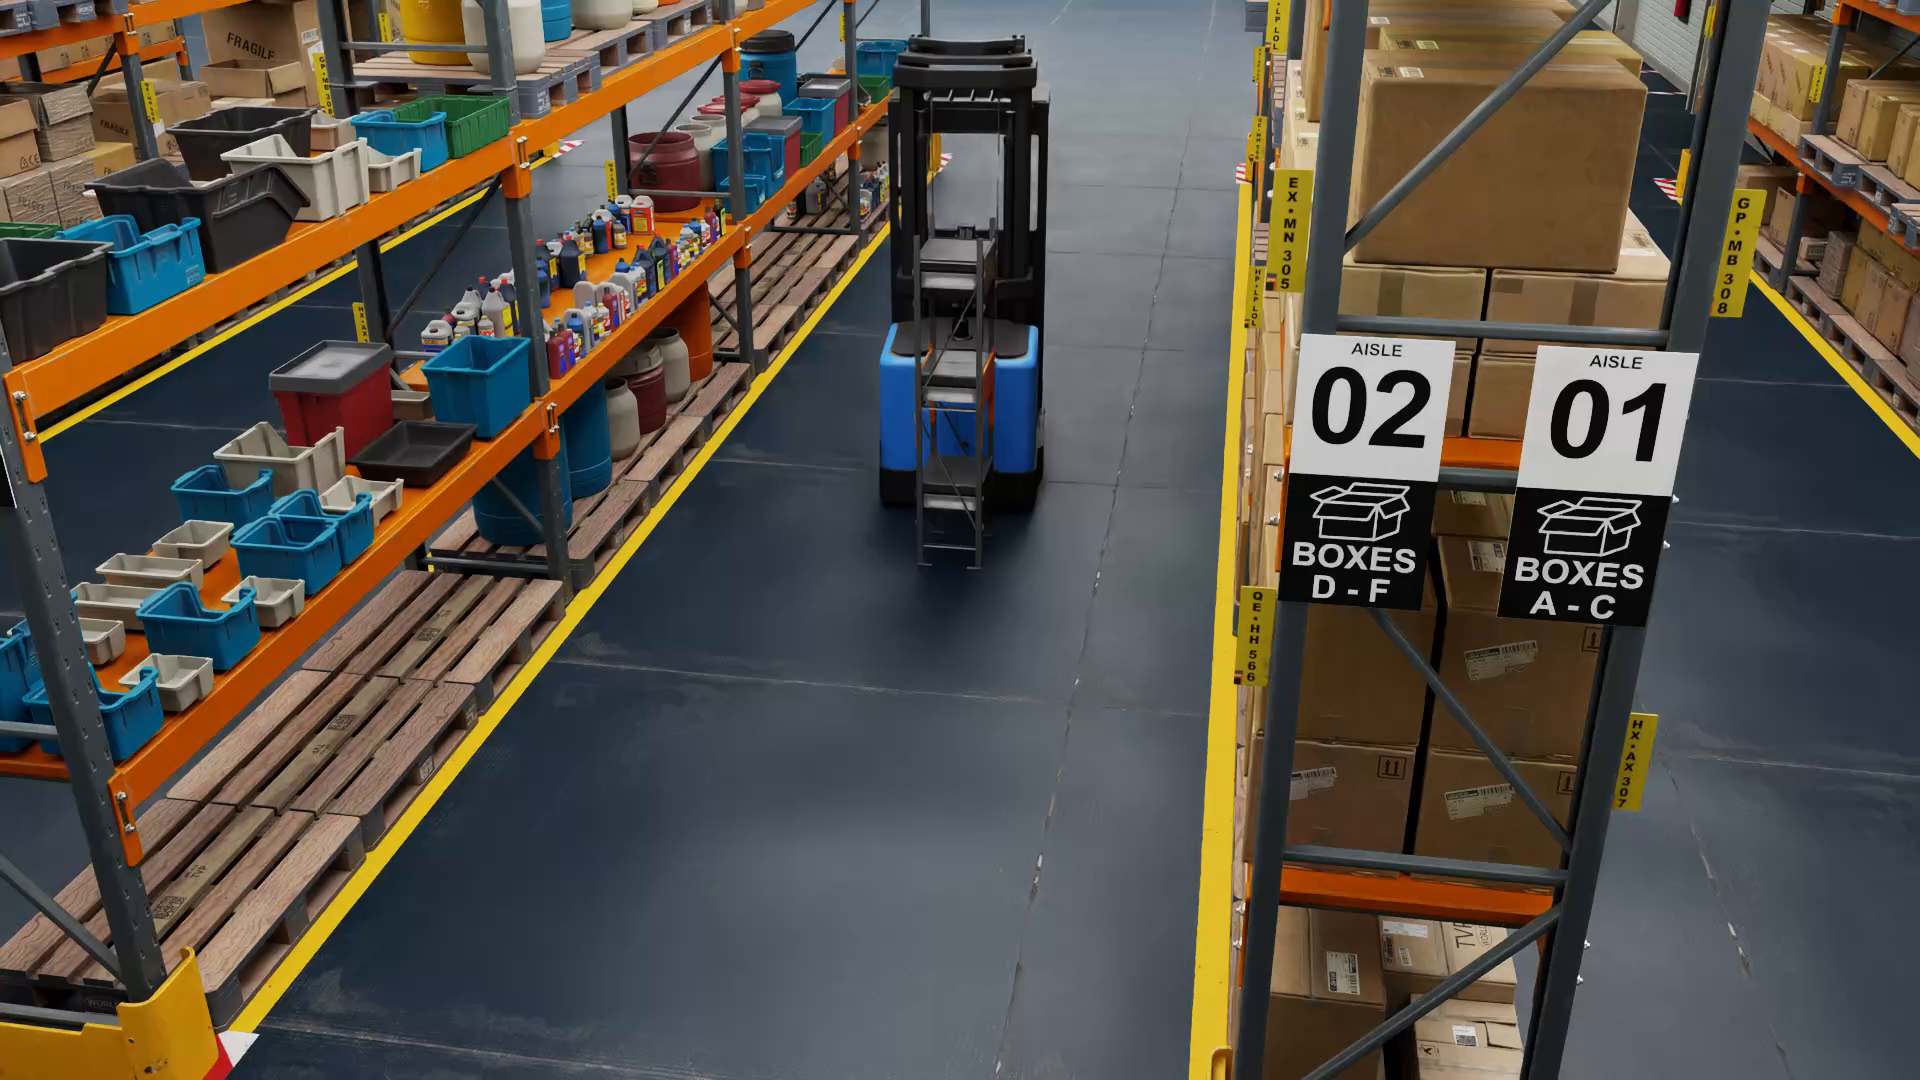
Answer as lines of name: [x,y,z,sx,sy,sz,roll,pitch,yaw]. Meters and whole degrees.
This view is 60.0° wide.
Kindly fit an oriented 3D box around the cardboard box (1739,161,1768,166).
cardboard box: [8.707,-4.050,18.517,0.500,0.311,0.500,1,25,3]

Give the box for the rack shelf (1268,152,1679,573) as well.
rack shelf: [1.733,-0.871,6.382,1.077,0.370,4.000,4,25,9]

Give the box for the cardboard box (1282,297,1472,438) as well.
cardboard box: [1.230,-0.525,4.973,0.500,0.250,0.500,4,25,9]

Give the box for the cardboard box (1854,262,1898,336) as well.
cardboard box: [7.993,-2.007,13.928,0.700,0.500,0.500,4,25,9]

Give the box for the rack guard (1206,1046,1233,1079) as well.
rack guard: [1.419,2.099,5.677,1.175,0.500,0.348,4,25,9]

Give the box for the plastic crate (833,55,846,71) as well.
plastic crate: [-1.329,-5.567,19.415,0.298,0.136,0.250,4,25,9]

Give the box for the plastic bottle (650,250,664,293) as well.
plastic bottle: [-2.057,-1.829,11.258,0.061,0.283,0.133,4,25,9]

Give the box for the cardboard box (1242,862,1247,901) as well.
cardboard box: [1.437,1.405,6.935,0.500,0.250,0.500,4,25,9]

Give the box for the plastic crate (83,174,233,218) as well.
plastic crate: [-3.387,-1.467,7.118,0.437,0.136,0.530,4,25,9]

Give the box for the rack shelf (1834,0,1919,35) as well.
rack shelf: [7.928,-3.875,12.801,1.077,0.370,4.000,4,25,9]

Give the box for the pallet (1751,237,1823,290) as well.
pallet: [8.330,-2.699,16.267,1.003,0.211,1.213,4,25,9]

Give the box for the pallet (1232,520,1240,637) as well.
pallet: [2.156,0.246,9.976,1.003,0.211,1.213,4,25,9]

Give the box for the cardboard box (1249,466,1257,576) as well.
cardboard box: [1.543,-0.102,7.312,0.500,0.500,0.500,4,25,8]

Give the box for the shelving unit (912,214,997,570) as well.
shelving unit: [-0.027,-0.882,10.157,0.431,2.100,0.503,4,25,9]

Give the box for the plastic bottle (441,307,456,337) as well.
plastic bottle: [-3.088,-1.254,10.027,0.061,0.283,0.133,4,25,9]

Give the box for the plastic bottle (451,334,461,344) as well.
plastic bottle: [-2.955,-1.116,9.830,0.097,0.201,0.097,0,25,0]

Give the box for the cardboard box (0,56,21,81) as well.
cardboard box: [-11.166,-5.549,18.889,0.875,0.550,0.550,4,25,9]

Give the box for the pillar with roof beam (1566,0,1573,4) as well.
pillar with roof beam: [8.342,-15.543,33.340,9.100,9.000,0.400,4,25,9]

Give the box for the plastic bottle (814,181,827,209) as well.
plastic bottle: [-1.516,-3.701,17.812,0.152,0.276,0.135,4,25,9]

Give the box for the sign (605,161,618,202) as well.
sign: [-2.716,-2.801,13.004,0.100,0.325,0.005,4,25,9]

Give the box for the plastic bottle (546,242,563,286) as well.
plastic bottle: [-2.789,-1.897,11.412,0.152,0.276,0.135,4,25,9]

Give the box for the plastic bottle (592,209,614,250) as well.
plastic bottle: [-2.638,-2.284,12.237,0.152,0.276,0.135,4,25,9]

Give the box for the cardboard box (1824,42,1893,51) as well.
cardboard box: [8.713,-4.566,16.235,0.500,0.500,0.500,5,25,10]

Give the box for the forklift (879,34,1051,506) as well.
forklift: [0.072,-2.139,11.862,1.130,2.935,3.031,2,25,3]

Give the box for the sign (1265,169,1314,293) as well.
sign: [0.862,-0.808,4.355,0.100,0.325,0.005,4,25,9]

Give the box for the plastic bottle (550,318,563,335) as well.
plastic bottle: [-2.441,-1.250,10.117,0.097,0.201,0.097,0,25,0]

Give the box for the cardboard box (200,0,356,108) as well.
cardboard box: [-6.673,-4.848,16.365,1.000,1.000,1.000,4,25,9]

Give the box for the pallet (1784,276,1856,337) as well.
pallet: [8.129,-2.090,14.966,1.003,0.211,1.213,4,25,9]

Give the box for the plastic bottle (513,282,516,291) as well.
plastic bottle: [-2.813,-1.511,10.592,0.097,0.271,0.097,0,25,0]

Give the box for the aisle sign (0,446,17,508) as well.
aisle sign: [-3.199,-0.473,5.156,0.394,0.787,0.004,4,25,9]

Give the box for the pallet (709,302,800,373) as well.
pallet: [-2.008,-1.751,14.241,1.003,0.211,1.213,4,25,9]

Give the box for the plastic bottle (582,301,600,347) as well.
plastic bottle: [-2.269,-1.328,10.200,0.097,0.271,0.097,0,25,0]

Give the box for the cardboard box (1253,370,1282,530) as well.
cardboard box: [1.453,-0.348,6.658,0.500,0.500,0.500,5,26,10]

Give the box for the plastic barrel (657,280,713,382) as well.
plastic barrel: [-2.236,-1.694,12.895,0.600,0.830,0.708,4,25,9]

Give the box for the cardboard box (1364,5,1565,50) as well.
cardboard box: [1.615,-1.494,5.568,0.700,0.500,0.500,4,25,9]

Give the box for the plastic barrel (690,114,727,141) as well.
plastic barrel: [-2.146,-3.364,14.267,0.421,0.512,0.421,0,25,0]

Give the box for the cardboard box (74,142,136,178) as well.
cardboard box: [-6.895,-2.857,13.198,0.500,0.500,0.500,5,26,10]

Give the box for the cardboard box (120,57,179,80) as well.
cardboard box: [-10.674,-5.707,21.415,0.875,0.875,0.875,4,25,9]

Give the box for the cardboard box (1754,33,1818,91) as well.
cardboard box: [8.280,-4.815,16.768,0.500,0.500,0.500,5,26,10]

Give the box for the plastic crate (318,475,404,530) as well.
plastic crate: [-2.814,-0.178,7.832,0.293,0.136,0.466,4,25,9]

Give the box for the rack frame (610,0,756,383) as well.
rack frame: [-2.173,-2.692,12.963,1.000,3.000,0.127,4,25,9]

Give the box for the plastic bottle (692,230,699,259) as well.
plastic bottle: [-1.940,-2.138,12.013,0.097,0.201,0.097,0,25,0]

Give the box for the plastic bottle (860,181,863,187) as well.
plastic bottle: [-1.073,-3.707,17.830,0.097,0.271,0.097,0,25,0]

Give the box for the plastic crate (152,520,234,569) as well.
plastic crate: [-3.412,0.029,7.390,0.298,0.136,0.250,4,25,9]

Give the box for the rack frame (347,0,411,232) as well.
rack frame: [-6.405,-4.708,17.271,1.000,3.000,0.127,4,25,9]

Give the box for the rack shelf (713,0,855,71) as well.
rack shelf: [-1.846,-4.561,14.267,1.077,0.370,4.000,4,25,9]

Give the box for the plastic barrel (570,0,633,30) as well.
plastic barrel: [-2.314,-3.551,10.603,0.433,0.535,0.433,0,25,0]

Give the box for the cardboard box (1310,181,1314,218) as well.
cardboard box: [1.320,-0.960,5.312,0.500,0.250,0.500,4,25,9]

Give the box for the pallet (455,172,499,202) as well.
pallet: [-6.133,-4.240,19.560,1.003,0.211,1.213,4,25,9]

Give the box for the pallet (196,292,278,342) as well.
pallet: [-6.930,-2.099,14.986,1.003,0.211,1.213,4,25,9]

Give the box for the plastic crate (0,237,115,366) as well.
plastic crate: [-3.142,-0.787,5.510,0.497,0.269,0.590,4,25,9]

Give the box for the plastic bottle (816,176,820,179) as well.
plastic bottle: [-1.583,-3.903,18.244,0.152,0.276,0.135,4,25,9]
